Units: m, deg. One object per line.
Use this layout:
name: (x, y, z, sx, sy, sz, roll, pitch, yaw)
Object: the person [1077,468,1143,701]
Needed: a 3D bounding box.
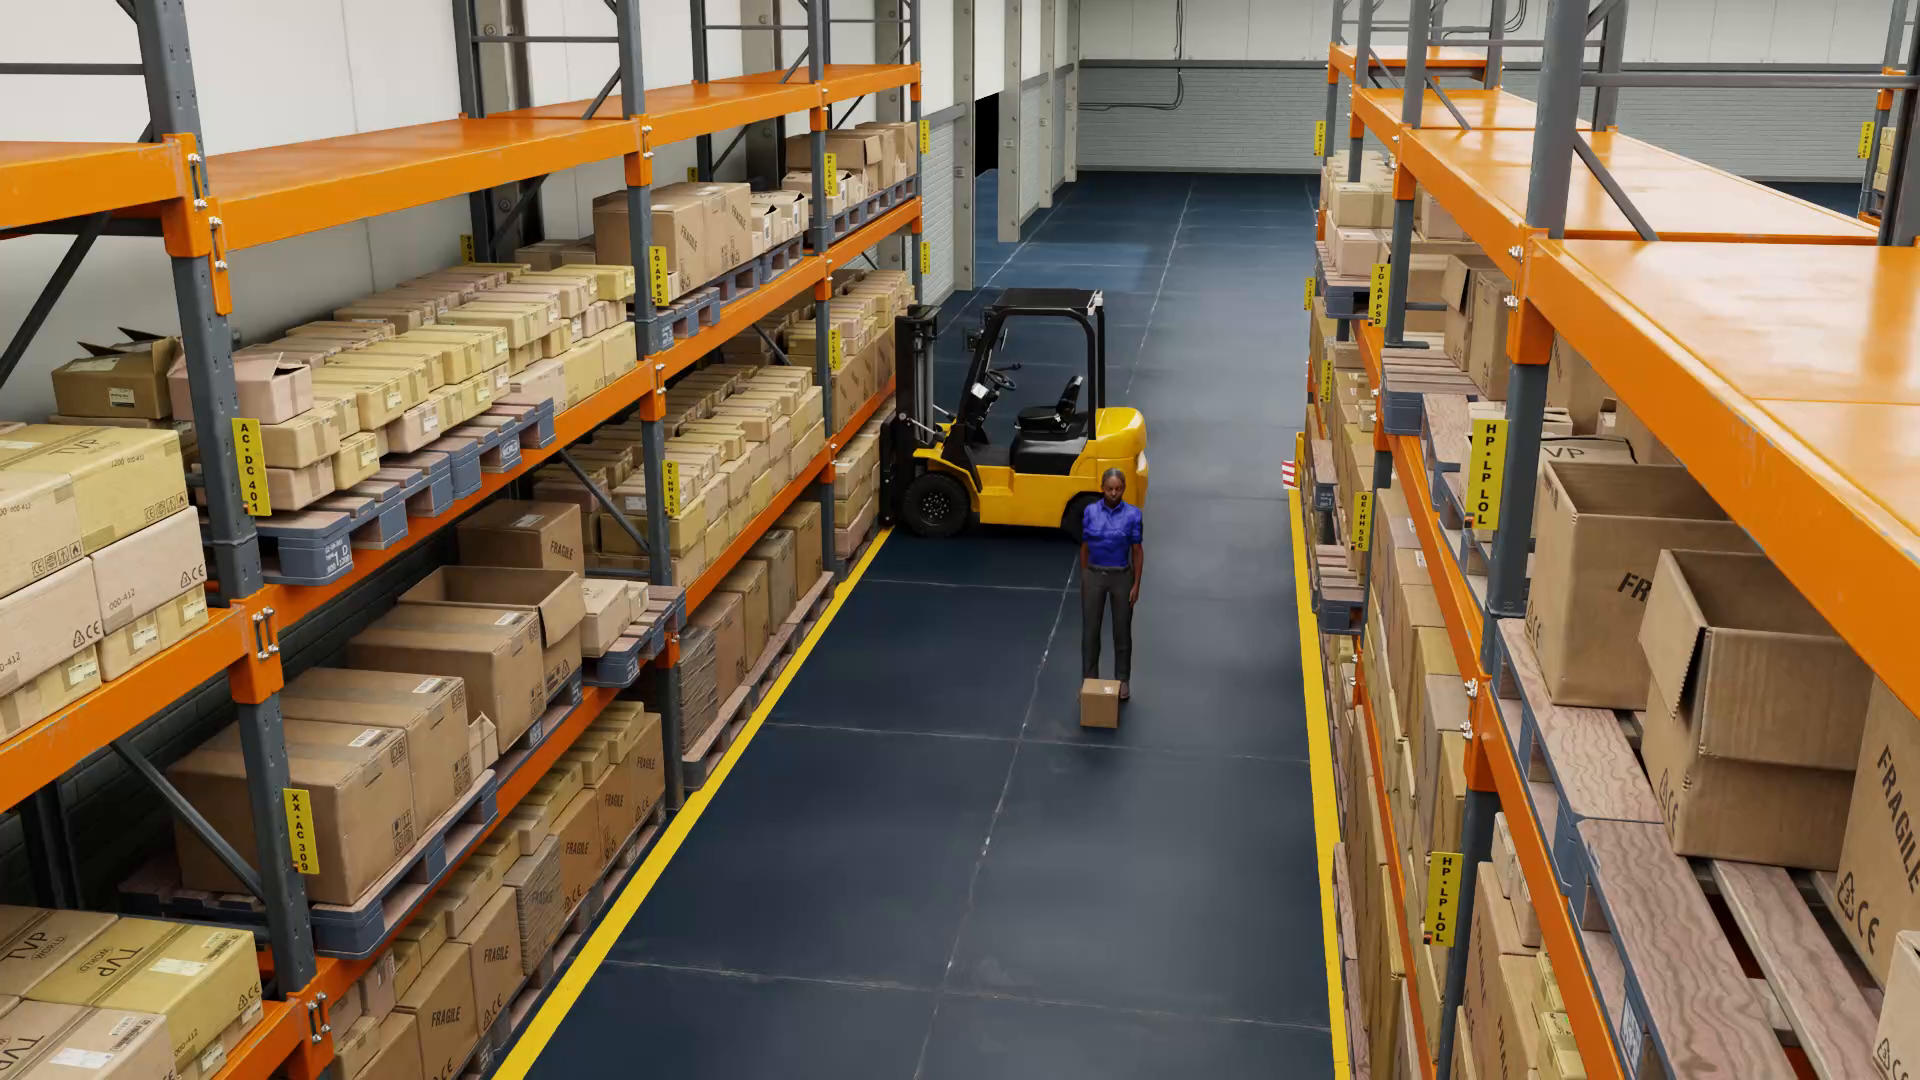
person: (1.051, 0.310, 11.612, 0.439, 1.665, 0.350, 3, 18, 10)
